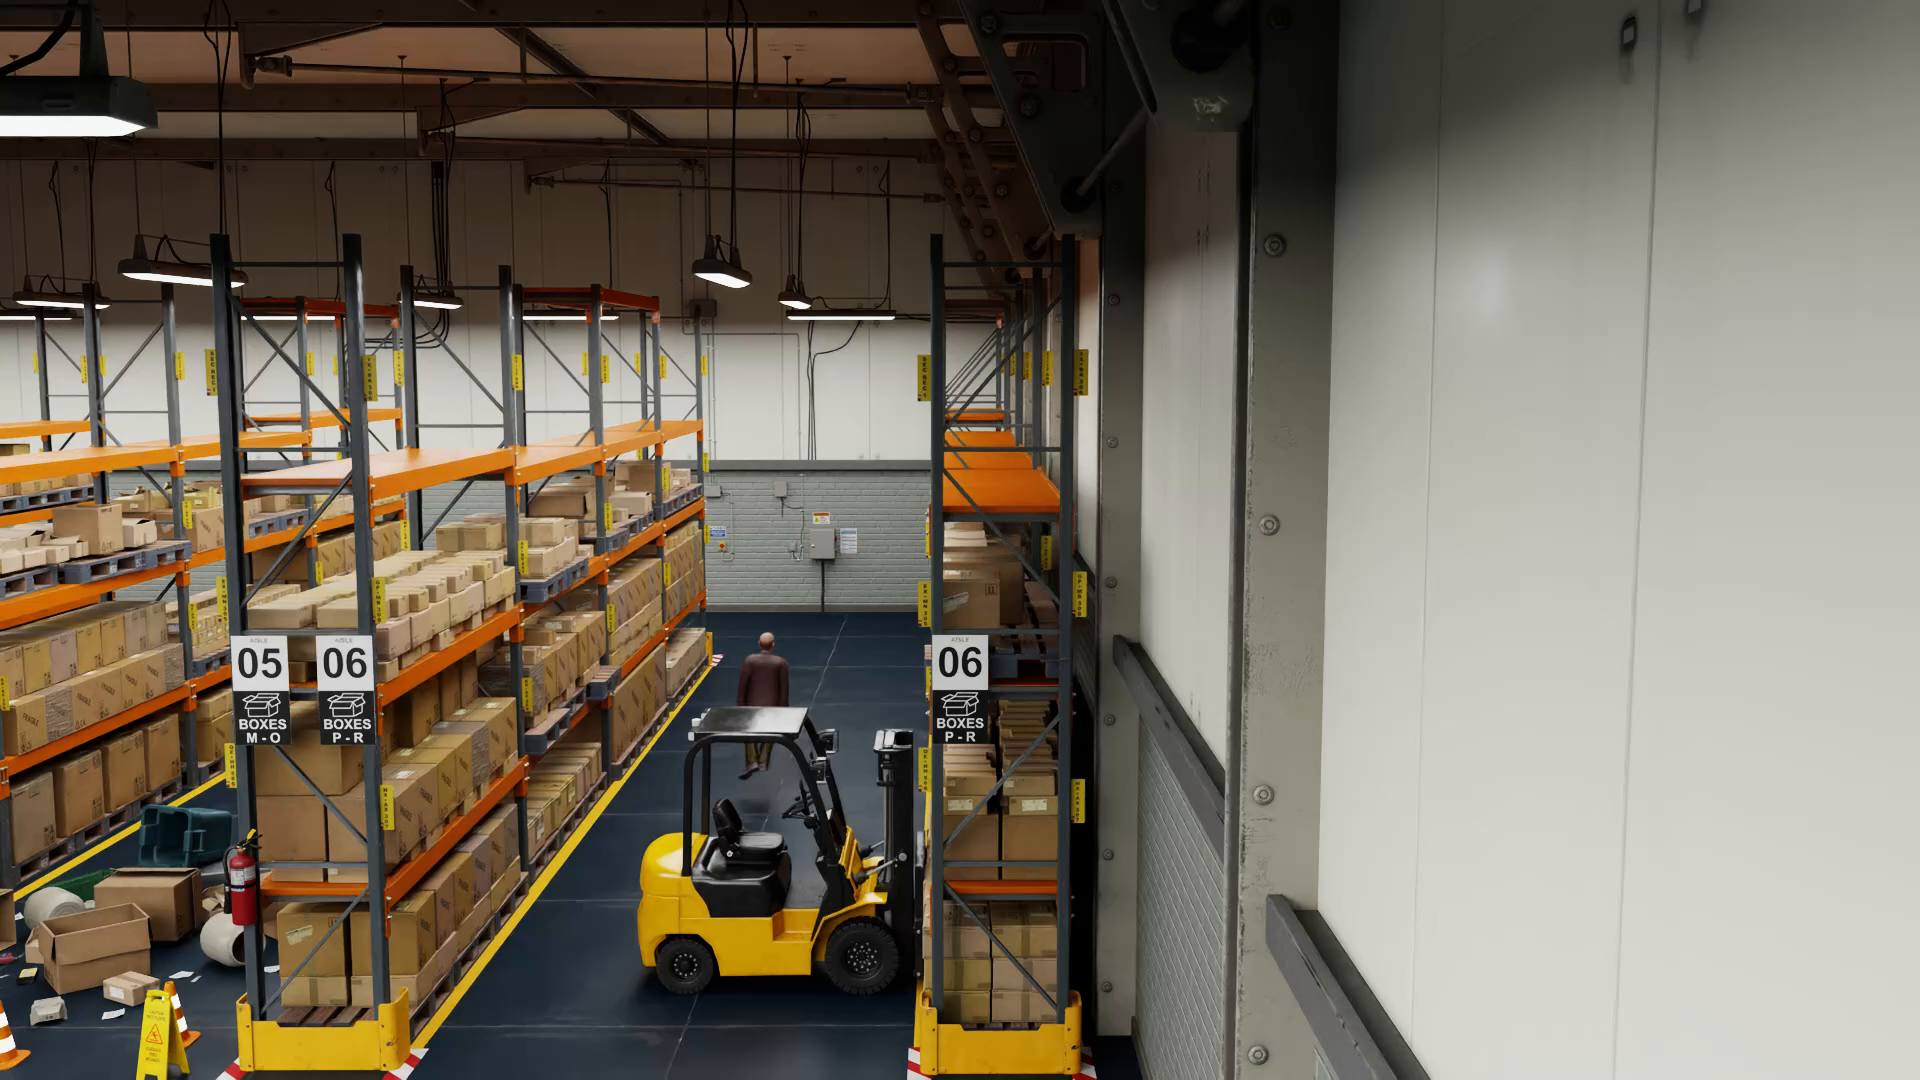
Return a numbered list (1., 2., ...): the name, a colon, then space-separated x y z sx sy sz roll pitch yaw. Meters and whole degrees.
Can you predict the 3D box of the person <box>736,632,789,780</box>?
1. person: -2.326 1.961 19.639 0.627 1.749 0.562 0 6 -2
